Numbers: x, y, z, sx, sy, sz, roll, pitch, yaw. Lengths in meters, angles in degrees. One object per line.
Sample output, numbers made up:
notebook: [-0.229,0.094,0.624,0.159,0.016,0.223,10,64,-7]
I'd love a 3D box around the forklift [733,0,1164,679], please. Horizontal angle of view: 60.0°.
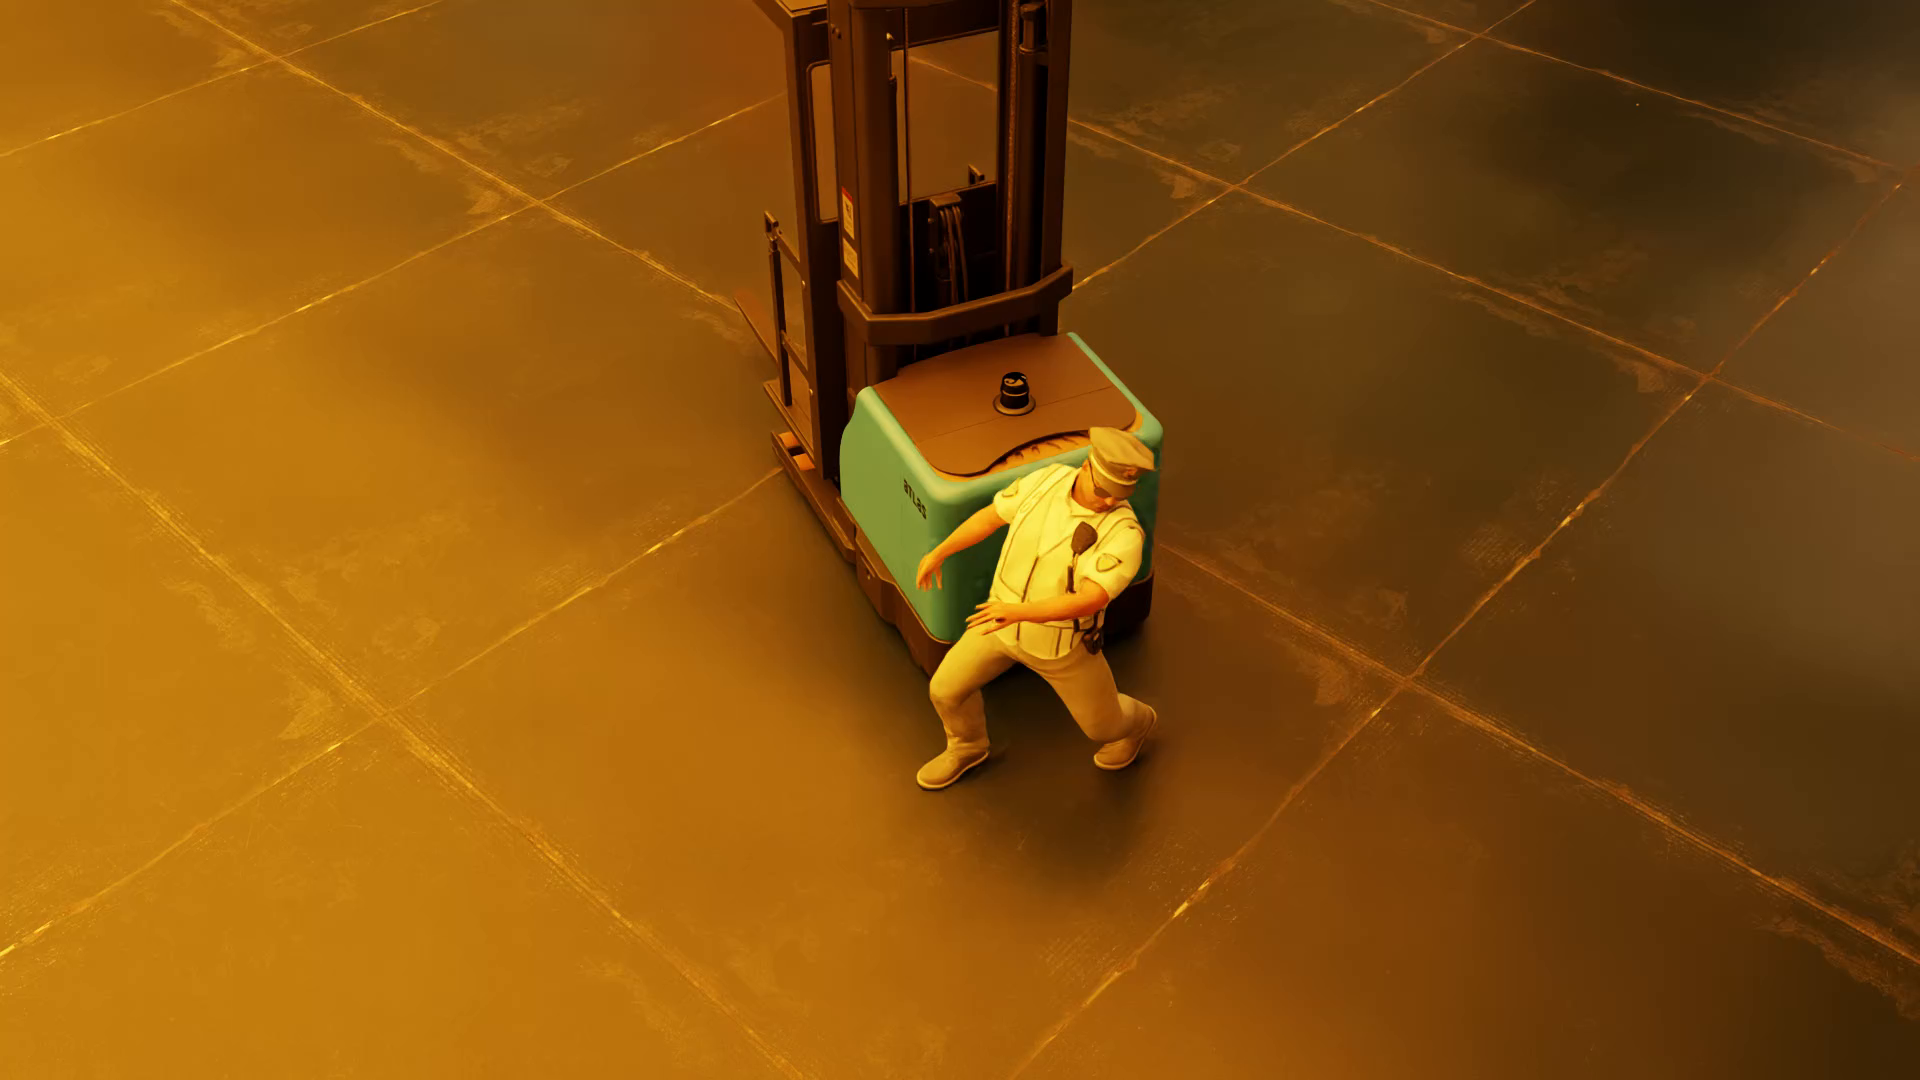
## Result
forklift: [-0.261,-1.472,7.144,1.130,2.935,3.031,-17,43,-19]

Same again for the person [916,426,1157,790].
person: [0.206,0.304,6.088,0.868,1.628,0.895,21,45,23]
